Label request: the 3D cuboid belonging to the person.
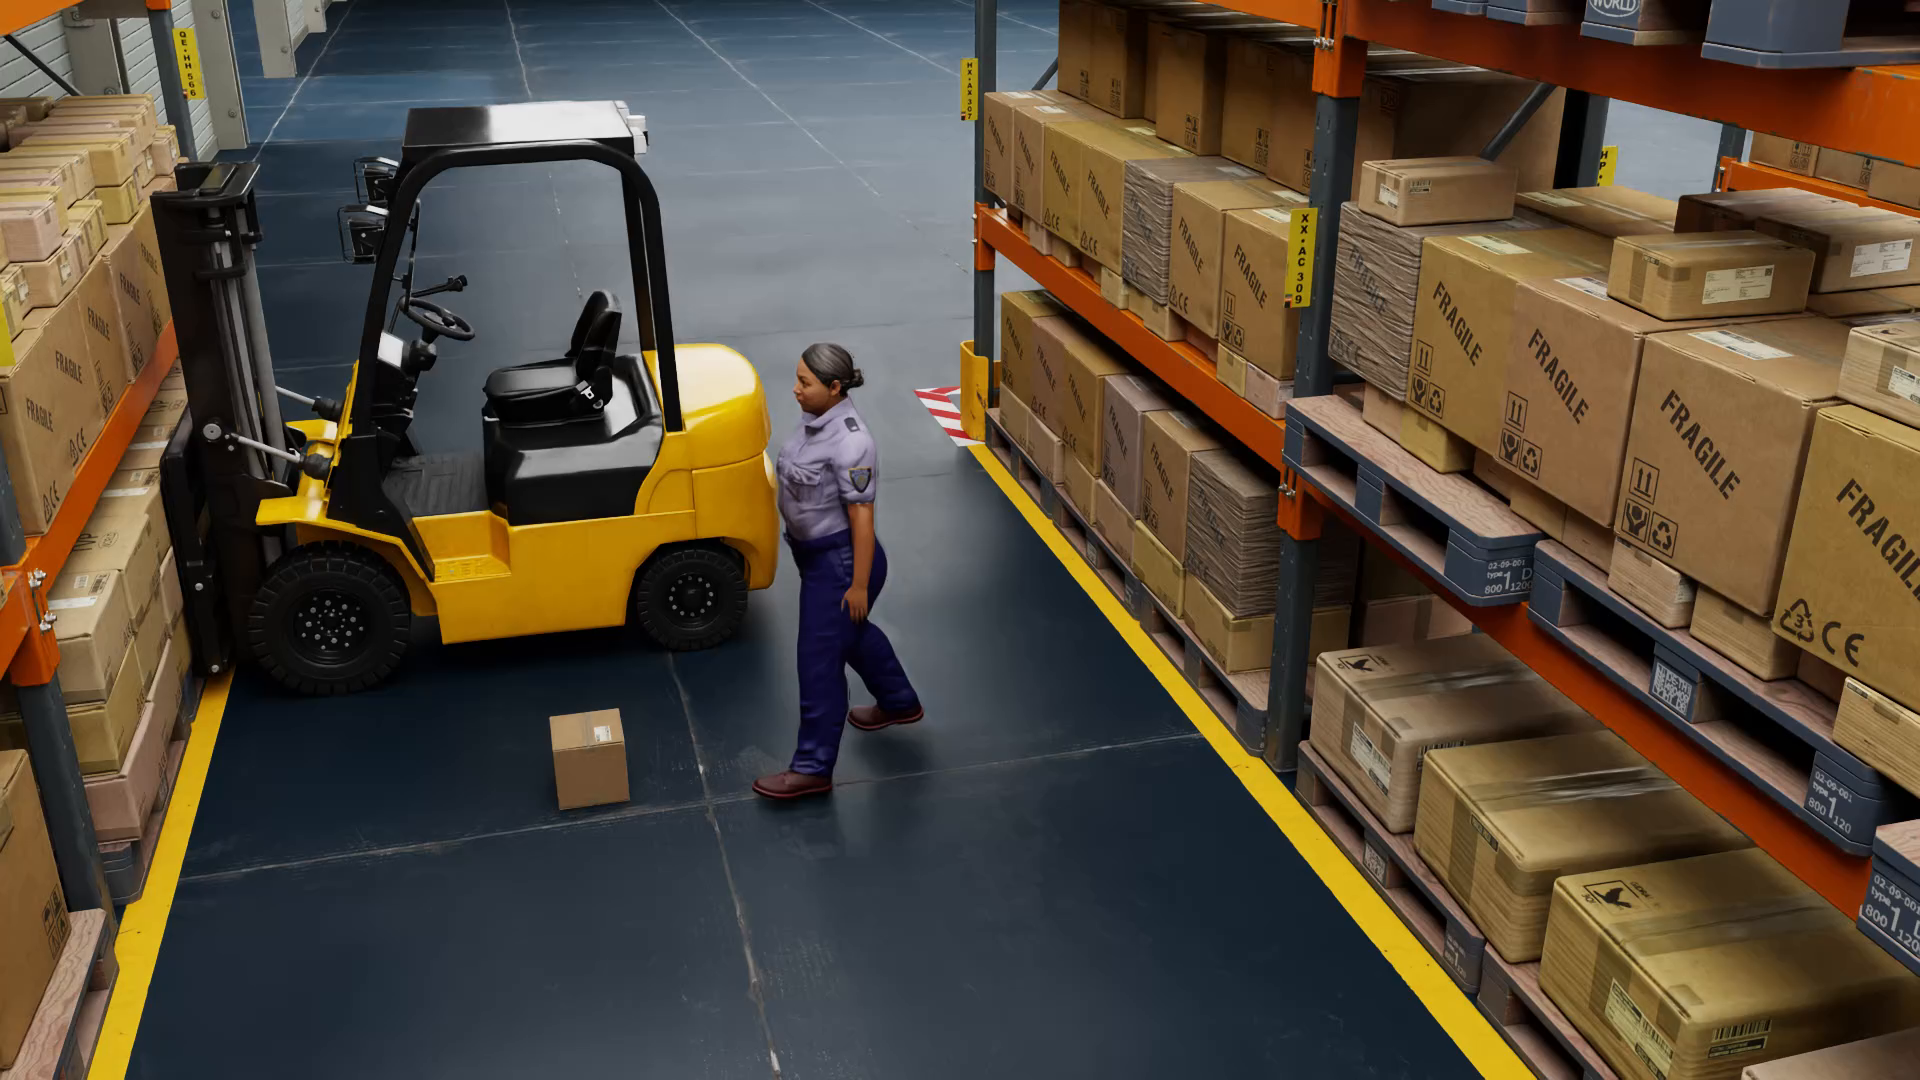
[{"bbox_3d":[-0.453,0.076,5.935,0.749,1.636,0.520,-8,24,-18],"label":"person"}]
